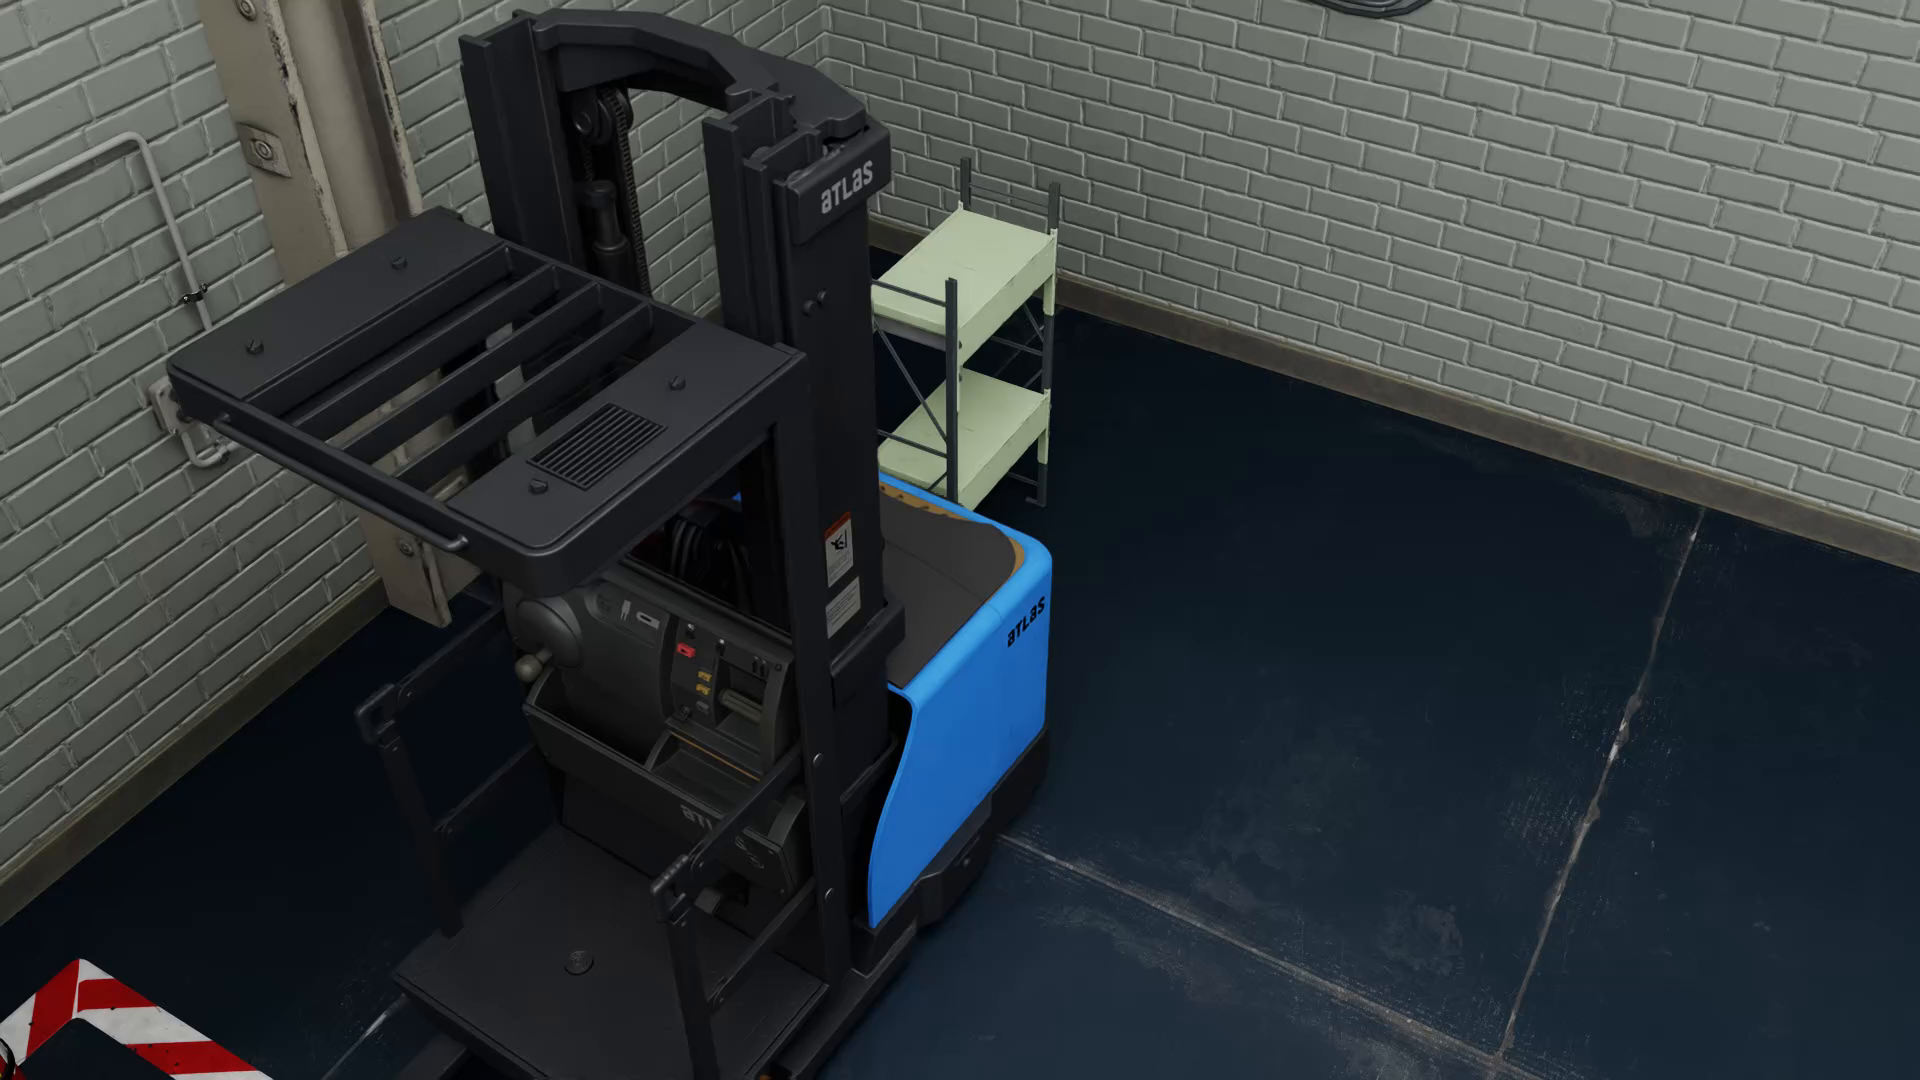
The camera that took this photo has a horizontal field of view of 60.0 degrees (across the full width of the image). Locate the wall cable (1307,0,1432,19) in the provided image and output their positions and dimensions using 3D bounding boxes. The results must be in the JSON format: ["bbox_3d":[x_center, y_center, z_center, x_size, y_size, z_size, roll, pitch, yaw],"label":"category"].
[{"bbox_3d":[0.523,-3.324,6.065,3.097,2.526,0.112,21,45,22],"label":"wall cable"}]

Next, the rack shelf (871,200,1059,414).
[{"bbox_3d":[-0.003,-0.852,5.992,0.431,0.370,0.720,21,45,22],"label":"rack shelf"}]

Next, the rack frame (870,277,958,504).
[{"bbox_3d":[-0.186,-0.350,6.012,0.400,1.500,0.023,21,45,22],"label":"rack frame"}]

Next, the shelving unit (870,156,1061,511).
[{"bbox_3d":[-0.003,-0.559,6.250,0.431,1.500,0.755,21,45,22],"label":"shelving unit"}]

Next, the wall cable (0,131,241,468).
[{"bbox_3d":[-2.795,-0.546,4.332,0.084,1.984,1.851,21,45,22],"label":"wall cable"}]

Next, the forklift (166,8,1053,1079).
[{"bbox_3d":[-0.935,0.356,4.128,1.130,2.935,3.031,24,47,25],"label":"forklift"}]

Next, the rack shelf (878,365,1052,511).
[{"bbox_3d":[-0.003,-0.314,6.465,0.431,0.370,0.720,21,45,22],"label":"rack shelf"}]

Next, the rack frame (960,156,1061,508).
[{"bbox_3d":[0.180,-0.768,6.488,0.400,1.500,0.023,21,45,22],"label":"rack frame"}]

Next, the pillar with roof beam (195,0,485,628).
[{"bbox_3d":[1.713,-1.778,1.960,9.100,9.000,0.400,21,45,22],"label":"pillar with roof beam"}]
